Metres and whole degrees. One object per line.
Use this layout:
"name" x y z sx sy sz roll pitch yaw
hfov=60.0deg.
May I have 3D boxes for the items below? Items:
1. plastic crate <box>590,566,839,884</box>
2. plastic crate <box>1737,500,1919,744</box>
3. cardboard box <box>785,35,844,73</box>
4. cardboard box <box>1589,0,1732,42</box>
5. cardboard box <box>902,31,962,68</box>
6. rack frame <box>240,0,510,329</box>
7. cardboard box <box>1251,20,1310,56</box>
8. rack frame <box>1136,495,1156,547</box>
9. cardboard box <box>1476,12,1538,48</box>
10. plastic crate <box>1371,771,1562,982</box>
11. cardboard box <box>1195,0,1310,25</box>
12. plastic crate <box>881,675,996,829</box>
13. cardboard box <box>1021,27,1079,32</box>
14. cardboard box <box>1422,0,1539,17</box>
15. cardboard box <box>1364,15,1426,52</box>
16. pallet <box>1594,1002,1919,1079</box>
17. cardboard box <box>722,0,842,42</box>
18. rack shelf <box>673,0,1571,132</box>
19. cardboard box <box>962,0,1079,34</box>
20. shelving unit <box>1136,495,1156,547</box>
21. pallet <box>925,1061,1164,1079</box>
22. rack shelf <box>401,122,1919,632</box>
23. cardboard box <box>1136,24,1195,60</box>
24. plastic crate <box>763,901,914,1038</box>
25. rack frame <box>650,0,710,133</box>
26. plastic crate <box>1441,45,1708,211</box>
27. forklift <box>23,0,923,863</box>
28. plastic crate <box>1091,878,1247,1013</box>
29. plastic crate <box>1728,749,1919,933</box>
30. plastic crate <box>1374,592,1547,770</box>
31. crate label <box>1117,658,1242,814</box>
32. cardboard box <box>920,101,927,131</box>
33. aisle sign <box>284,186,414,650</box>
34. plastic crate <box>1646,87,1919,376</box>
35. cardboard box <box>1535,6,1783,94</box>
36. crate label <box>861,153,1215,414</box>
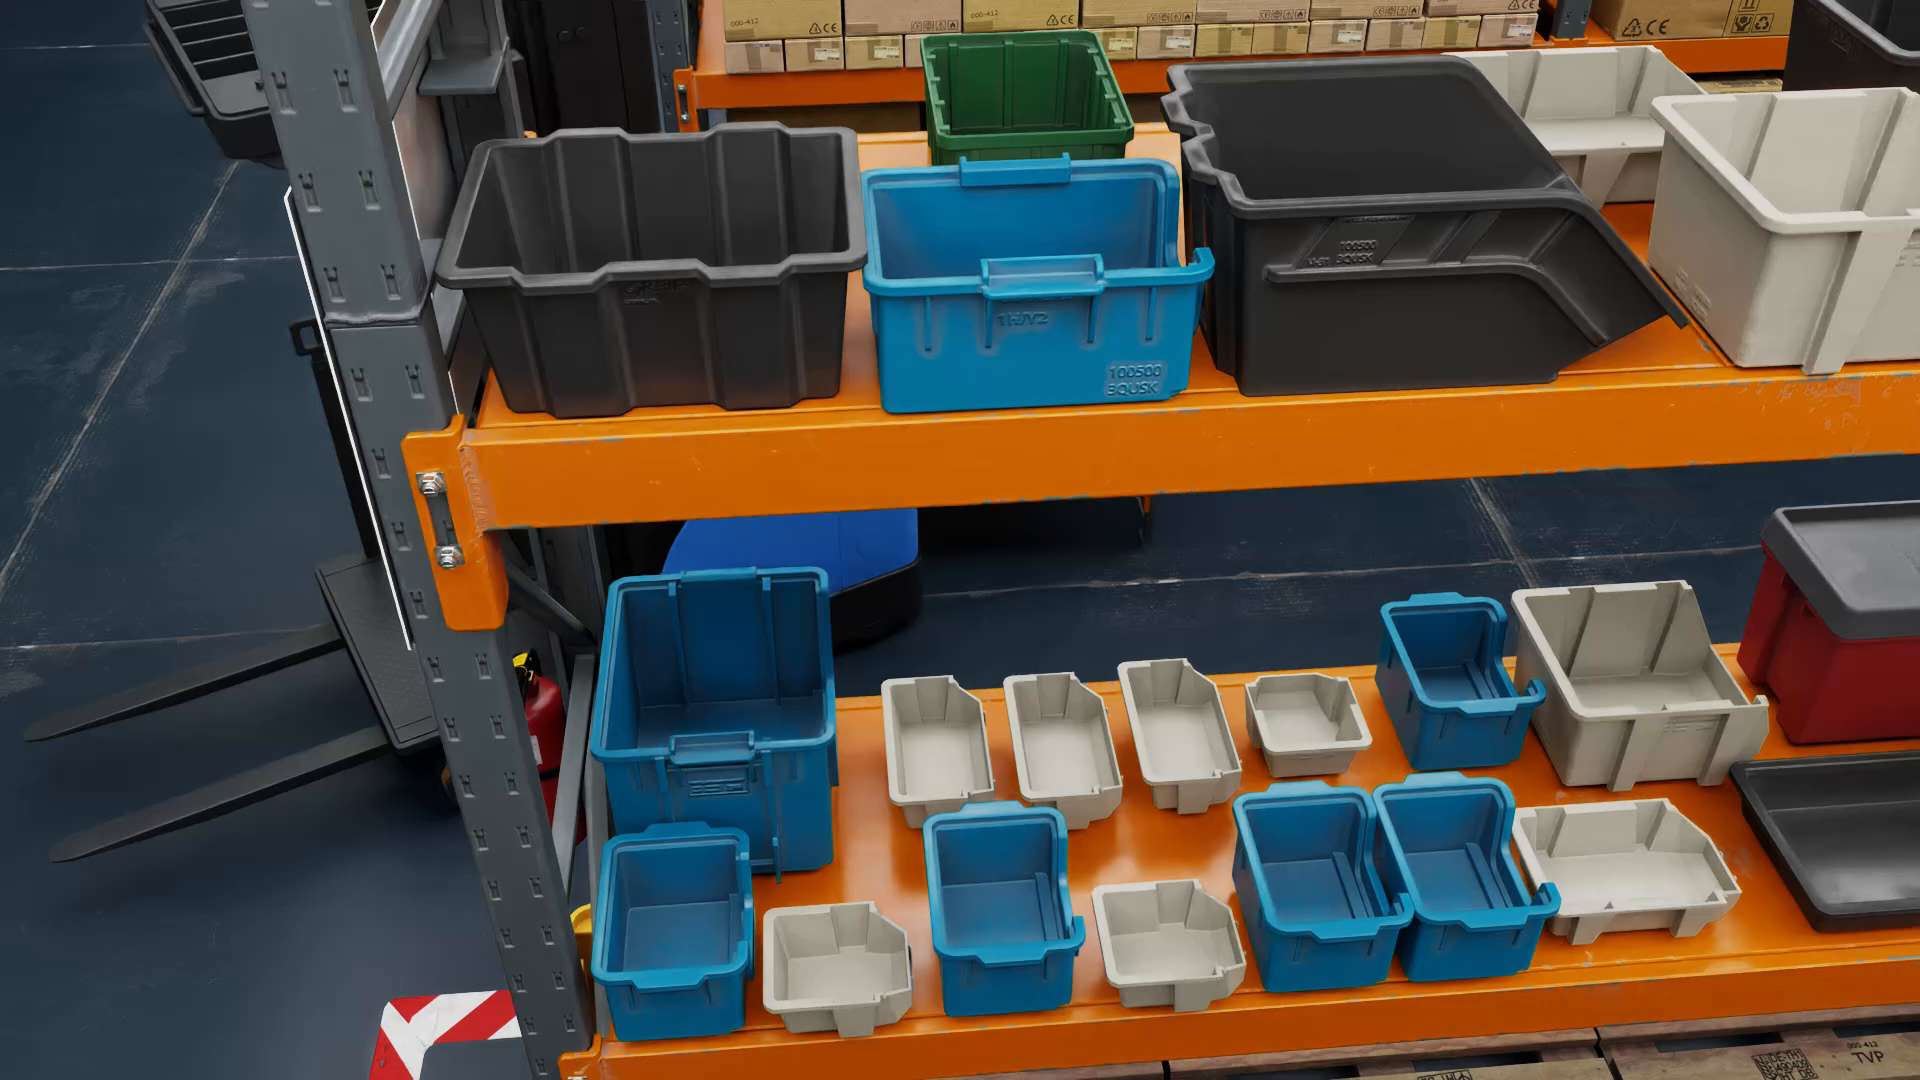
"plastic crate" -0.530 0.407 3.736 0.499 0.435 0.616 -3 38 -4
"plastic crate" 2.226 0.204 3.970 0.583 0.464 0.402 -3 38 -4
"cardboard box" -0.647 -2.210 7.332 0.250 0.149 0.380 -4 38 -5
"cardboard box" 3.179 -2.608 7.552 0.500 0.500 0.500 -3 38 -4
"cardboard box" -0.133 -2.239 7.369 0.250 0.149 0.380 -4 38 -5
"rack frame" -0.847 -1.777 1.737 0.127 3.000 1.000 -3 38 -4
"cardboard box" 1.399 -2.323 7.476 0.250 0.149 0.380 -2 38 -3
"rack frame" 0.730 -0.568 6.562 0.032 1.125 0.500 -4 38 -5
"cardboard box" 2.424 -2.380 7.547 0.250 0.149 0.380 -3 38 -4
"plastic crate" 1.039 0.721 3.501 0.300 0.233 0.416 -3 38 -4
"cardboard box" 1.259 -2.511 7.392 0.500 0.250 0.500 -2 38 -3
"plastic crate" -0.051 0.502 3.857 0.243 0.136 0.396 -3 38 -4
"cardboard box" 0.378 -2.267 7.405 0.250 0.149 0.380 -4 38 -4
"cardboard box" 2.282 -2.569 7.465 0.500 0.250 0.500 -4 38 -5
"cardboard box" 1.912 -2.352 7.512 0.250 0.149 0.380 -4 38 -5
"pallet" 2.409 1.518 4.656 1.213 0.211 1.003 -3 38 -4
"cardboard box" -0.783 -2.396 7.245 0.500 0.250 0.500 -4 38 -5
"rack shelf" 0.707 -2.305 7.831 4.000 0.370 1.077 -3 38 -4
"cardboard box" 0.235 -2.453 7.319 0.500 0.250 0.500 -4 38 -5
"shelving unit" 0.225 -0.535 6.520 1.048 1.125 0.538 -4 38 -5
"pallet" -0.022 1.651 4.487 1.213 0.211 1.003 -3 38 -4
"rack shelf" 1.145 -0.427 3.029 4.000 0.370 1.077 -3 38 -4
"cardboard box" 0.890 -2.296 7.441 0.250 0.149 0.380 -3 38 -3
"plastic crate" -0.245 0.881 3.376 0.298 0.136 0.250 -3 38 -4
"rack frame" -1.285 -2.478 7.469 0.127 3.000 1.000 -3 38 -4
"plastic crate" 1.189 -0.762 3.086 0.530 0.136 0.437 -3 38 -4
"forklift" -1.671 -0.637 5.191 3.031 2.935 1.130 -20 43 -24
"plastic crate" 0.431 0.844 3.423 0.298 0.136 0.250 -3 38 -4
"plastic crate" 2.046 0.670 3.653 0.590 0.125 0.437 -3 38 -4
"plastic crate" 1.176 0.349 3.972 0.300 0.233 0.416 -3 38 -4
"crate label" 0.515 0.464 3.904 0.243 0.136 0.396 -3 38 -4
"cardboard box" 0.251 -1.943 8.167 0.875 0.875 0.875 -3 38 -4
"aisle sign" -0.892 -0.255 2.553 0.004 0.787 0.394 -3 38 -4
"plastic crate" 1.388 -0.484 2.616 0.530 0.282 0.437 -3 38 -4
"cardboard box" 3.334 -2.076 8.335 0.875 0.875 1.225 -3 38 -4
"crate label" 0.101 -0.392 2.524 0.502 0.251 0.408 -3 38 -4
